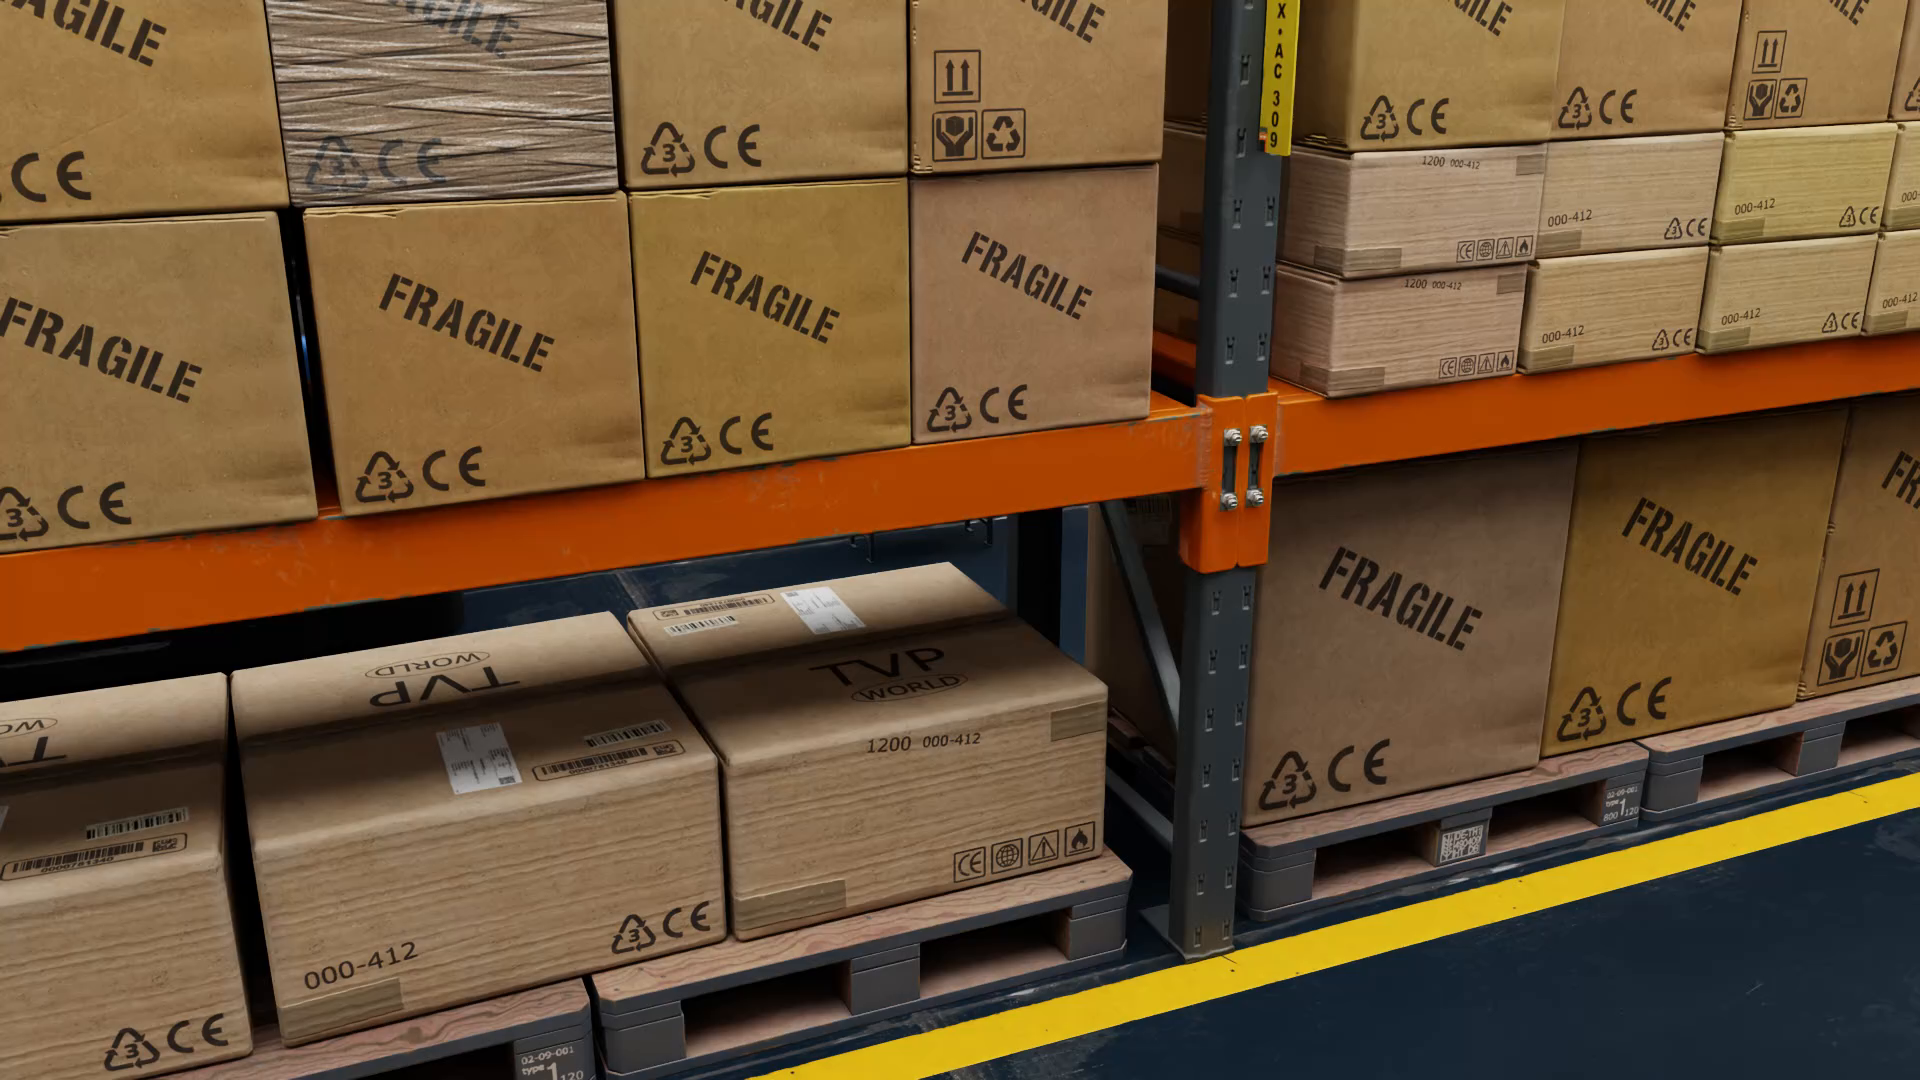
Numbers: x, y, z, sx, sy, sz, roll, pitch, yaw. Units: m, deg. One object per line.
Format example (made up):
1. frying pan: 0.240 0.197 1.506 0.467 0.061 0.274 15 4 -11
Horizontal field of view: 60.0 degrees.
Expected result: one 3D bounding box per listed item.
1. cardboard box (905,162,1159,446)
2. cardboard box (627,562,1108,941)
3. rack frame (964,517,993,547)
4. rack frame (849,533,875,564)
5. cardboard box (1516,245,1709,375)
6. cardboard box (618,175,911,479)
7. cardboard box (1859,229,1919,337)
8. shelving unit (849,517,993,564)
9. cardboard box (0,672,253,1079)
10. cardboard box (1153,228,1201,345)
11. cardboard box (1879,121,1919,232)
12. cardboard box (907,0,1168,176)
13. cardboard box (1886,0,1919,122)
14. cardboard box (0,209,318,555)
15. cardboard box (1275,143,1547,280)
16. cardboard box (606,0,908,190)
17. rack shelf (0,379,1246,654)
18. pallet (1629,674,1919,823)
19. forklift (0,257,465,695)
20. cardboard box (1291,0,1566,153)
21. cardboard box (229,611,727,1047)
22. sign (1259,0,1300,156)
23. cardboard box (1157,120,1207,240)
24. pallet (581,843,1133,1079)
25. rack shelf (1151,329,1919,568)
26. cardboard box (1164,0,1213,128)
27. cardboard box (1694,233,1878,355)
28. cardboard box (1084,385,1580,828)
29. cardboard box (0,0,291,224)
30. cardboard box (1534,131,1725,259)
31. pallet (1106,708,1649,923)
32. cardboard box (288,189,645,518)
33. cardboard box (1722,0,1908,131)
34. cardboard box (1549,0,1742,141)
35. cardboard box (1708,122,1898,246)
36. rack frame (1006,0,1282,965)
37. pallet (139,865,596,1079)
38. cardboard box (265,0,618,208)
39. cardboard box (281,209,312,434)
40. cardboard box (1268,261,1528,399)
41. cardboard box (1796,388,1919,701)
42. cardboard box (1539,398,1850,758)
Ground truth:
1. cardboard box: 0.050 -0.518 3.326 0.500 0.500 0.500 -8 21 -21
2. cardboard box: -0.245 0.451 3.951 0.875 0.438 0.875 -8 21 -23
3. rack frame: 0.072 -0.576 6.352 0.015 1.200 0.240 -8 21 -22
4. rack frame: -0.376 -0.512 6.170 0.015 1.200 0.240 -8 21 -22
5. cardboard box: 1.358 -0.585 3.893 0.500 0.250 0.500 -9 21 -23
6. cardboard box: -0.420 -0.449 3.129 0.500 0.500 0.500 -9 21 -23
7. cardboard box: 2.297 -0.710 4.249 0.500 0.250 0.500 -9 21 -23
8. shelving unit: -0.152 -0.544 6.261 0.503 1.200 0.258 -8 21 -22
9. cardboard box: -1.895 0.687 3.281 0.875 0.438 0.875 -8 21 -20
10. cardboard box: 0.687 -0.675 4.148 0.500 0.250 0.500 -9 21 -23
11. cardboard box: 2.295 -0.949 4.175 0.500 0.250 0.500 -9 21 -24
12. cardboard box: 0.051 -0.982 3.139 0.500 0.500 0.500 -8 21 -22
13. cardboard box: 2.282 -1.309 4.068 0.500 0.500 0.500 -9 21 -23
14. cardboard box: -1.363 -0.314 2.746 0.500 0.500 0.500 -7 21 -20
15. cardboard box: 0.890 -0.747 3.599 0.500 0.250 0.500 -9 21 -23
16. cardboard box: -0.419 -0.918 2.957 0.500 0.500 0.500 -8 21 -23
17. rack shelf: -1.462 -0.007 3.110 4.000 0.370 1.077 -8 21 -22
18. pallet: 2.175 0.419 5.013 1.213 0.211 1.003 -8 21 -22
19. forklift: -3.219 -1.004 4.960 3.031 2.935 1.130 -7 21 -19
20. cardboard box: 0.892 -1.099 3.470 0.500 0.500 0.500 -8 21 -21
21. cardboard box: -1.066 0.569 3.616 0.875 0.438 0.875 -9 21 -24
22. sign: 0.596 -0.886 3.100 0.005 0.325 0.100 -8 21 -22
23. cardboard box: 0.683 -0.907 4.054 0.500 0.250 0.500 -8 21 -22
24. pallet: -0.355 0.782 3.984 1.213 0.211 1.003 -8 21 -22
25. rack shelf: 2.211 -0.534 4.604 4.000 0.370 1.077 -8 21 -22
26. cardboard box: 0.685 -1.264 3.939 0.500 0.500 0.500 -7 21 -20
27. cardboard box: 1.834 -0.647 4.070 0.500 0.250 0.500 -8 21 -22
28. cardboard box: 0.912 0.088 4.321 0.875 0.875 0.875 -7 21 -20
29. cardboard box: -1.346 -0.785 2.578 0.500 0.500 0.500 -8 21 -22
30. cardboard box: 1.358 -0.824 3.818 0.500 0.250 0.500 -8 21 -21
31. pallet: 1.053 0.581 4.554 1.213 0.211 1.003 -8 21 -22
32. cardboard box: -0.876 -0.378 2.928 0.500 0.500 0.500 -8 21 -23
33. cardboard box: 1.810 -1.239 3.869 0.500 0.500 0.500 -9 21 -23
34. cardboard box: 1.349 -1.174 3.684 0.500 0.500 0.500 -8 21 -22
35. cardboard box: 1.832 -0.882 3.984 0.500 0.250 0.500 -8 21 -21
36. rack frame: 0.374 -0.610 3.737 0.127 3.000 1.000 -8 21 -22
37. pallet: -1.477 0.944 3.525 1.213 0.211 1.003 -8 21 -22
38. cardboard box: -0.882 -0.848 2.758 0.500 0.500 0.500 -8 21 -21
39. cardboard box: -1.556 -0.479 3.215 0.500 0.500 0.500 -7 21 -20
40. cardboard box: 0.883 -0.516 3.698 0.500 0.250 0.500 -9 21 -23
41. cardboard box: 2.560 -0.150 4.999 0.875 0.875 0.875 -8 21 -21
42. cardboard box: 1.738 -0.033 4.666 0.875 0.875 0.875 -8 21 -20
